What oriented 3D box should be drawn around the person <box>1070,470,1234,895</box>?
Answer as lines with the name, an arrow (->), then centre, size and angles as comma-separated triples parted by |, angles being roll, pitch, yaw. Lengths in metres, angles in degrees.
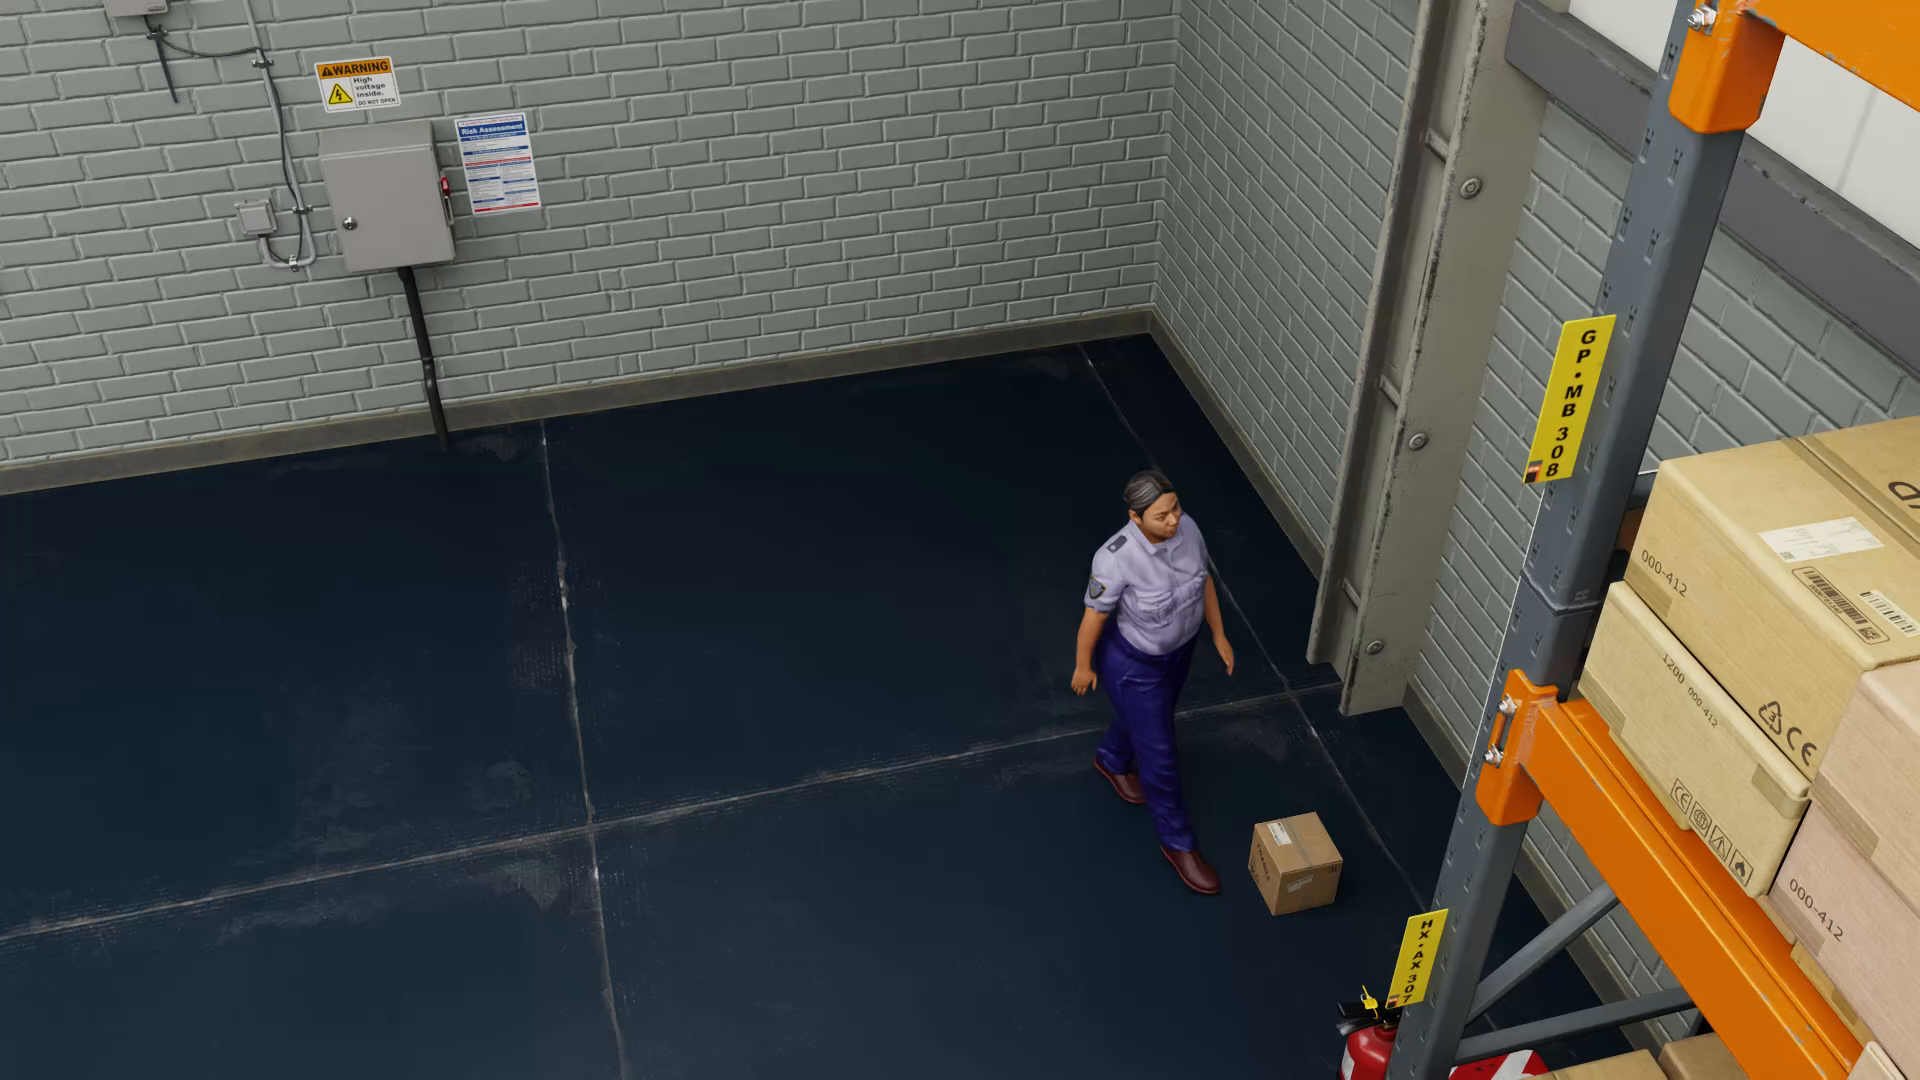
person -> 0.808, 0.479, 6.116 | 0.794, 1.623, 0.530 | 32, 48, 33
